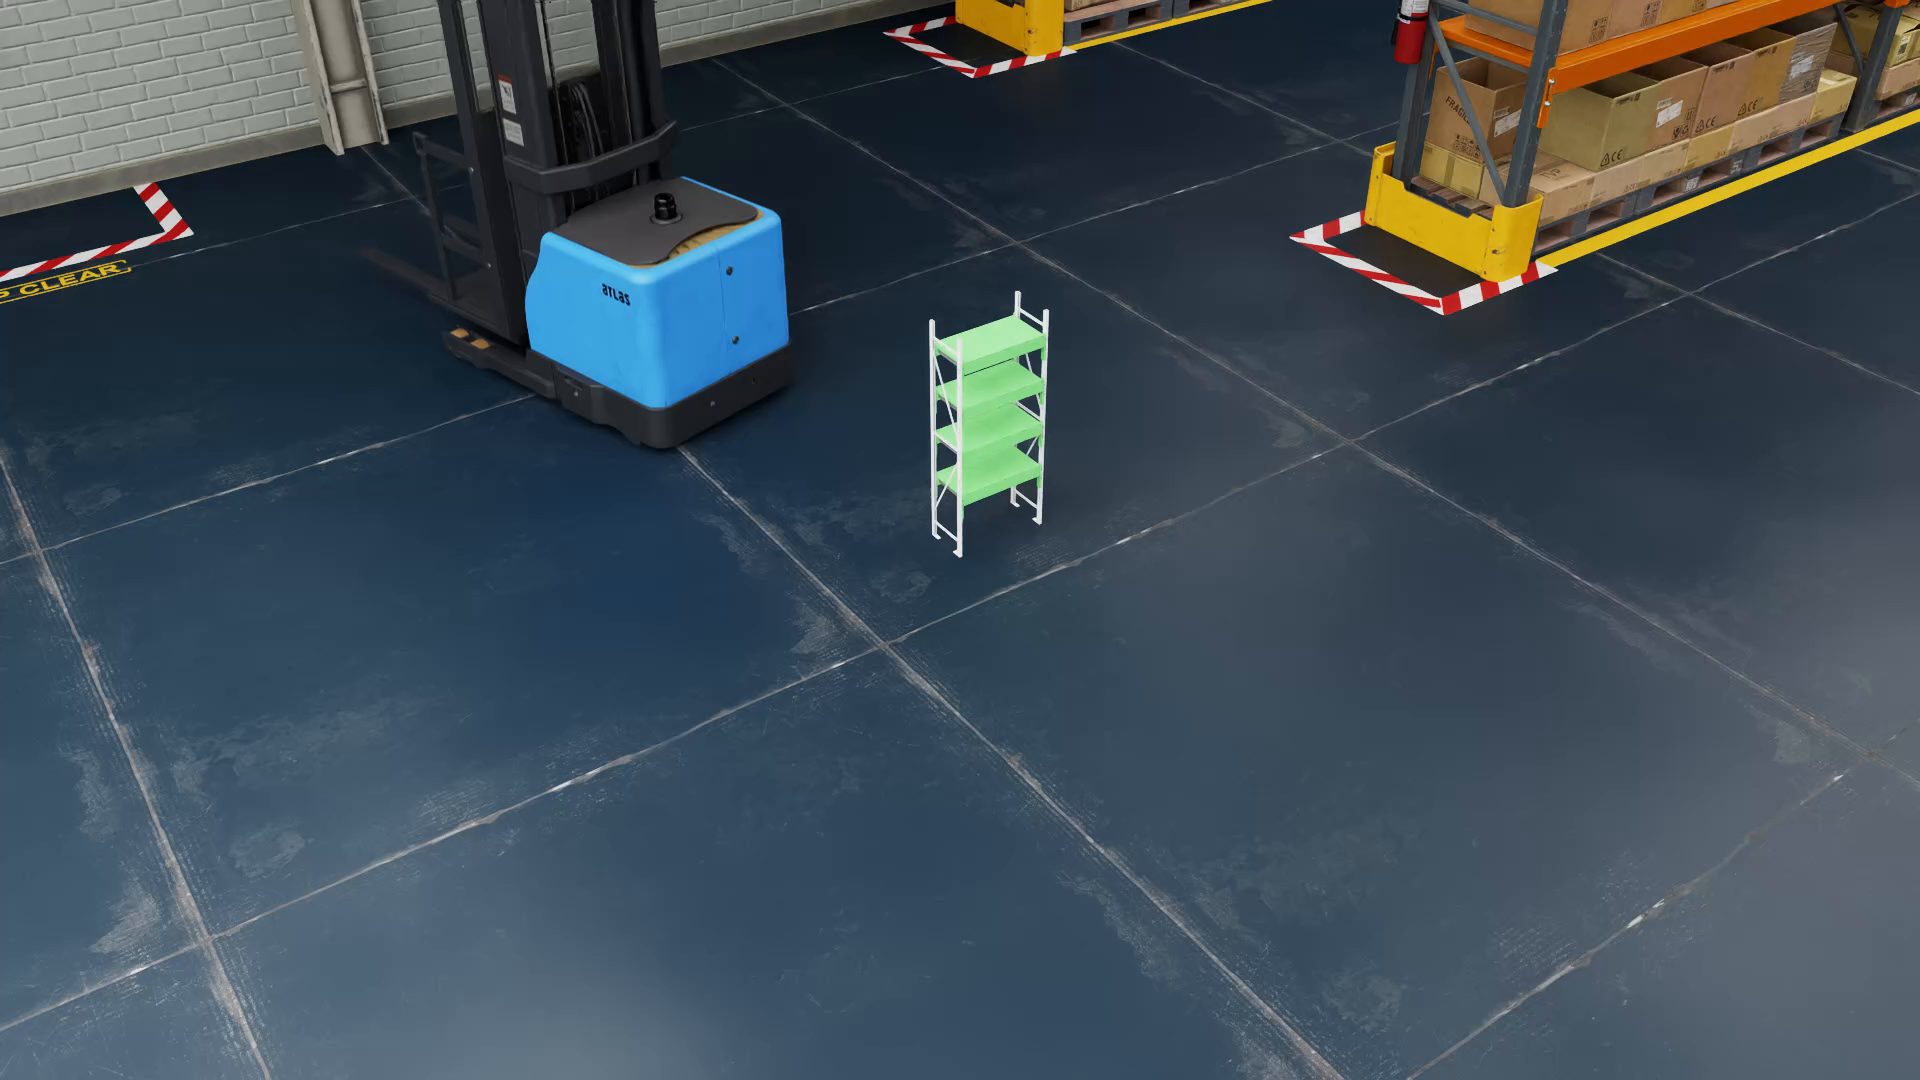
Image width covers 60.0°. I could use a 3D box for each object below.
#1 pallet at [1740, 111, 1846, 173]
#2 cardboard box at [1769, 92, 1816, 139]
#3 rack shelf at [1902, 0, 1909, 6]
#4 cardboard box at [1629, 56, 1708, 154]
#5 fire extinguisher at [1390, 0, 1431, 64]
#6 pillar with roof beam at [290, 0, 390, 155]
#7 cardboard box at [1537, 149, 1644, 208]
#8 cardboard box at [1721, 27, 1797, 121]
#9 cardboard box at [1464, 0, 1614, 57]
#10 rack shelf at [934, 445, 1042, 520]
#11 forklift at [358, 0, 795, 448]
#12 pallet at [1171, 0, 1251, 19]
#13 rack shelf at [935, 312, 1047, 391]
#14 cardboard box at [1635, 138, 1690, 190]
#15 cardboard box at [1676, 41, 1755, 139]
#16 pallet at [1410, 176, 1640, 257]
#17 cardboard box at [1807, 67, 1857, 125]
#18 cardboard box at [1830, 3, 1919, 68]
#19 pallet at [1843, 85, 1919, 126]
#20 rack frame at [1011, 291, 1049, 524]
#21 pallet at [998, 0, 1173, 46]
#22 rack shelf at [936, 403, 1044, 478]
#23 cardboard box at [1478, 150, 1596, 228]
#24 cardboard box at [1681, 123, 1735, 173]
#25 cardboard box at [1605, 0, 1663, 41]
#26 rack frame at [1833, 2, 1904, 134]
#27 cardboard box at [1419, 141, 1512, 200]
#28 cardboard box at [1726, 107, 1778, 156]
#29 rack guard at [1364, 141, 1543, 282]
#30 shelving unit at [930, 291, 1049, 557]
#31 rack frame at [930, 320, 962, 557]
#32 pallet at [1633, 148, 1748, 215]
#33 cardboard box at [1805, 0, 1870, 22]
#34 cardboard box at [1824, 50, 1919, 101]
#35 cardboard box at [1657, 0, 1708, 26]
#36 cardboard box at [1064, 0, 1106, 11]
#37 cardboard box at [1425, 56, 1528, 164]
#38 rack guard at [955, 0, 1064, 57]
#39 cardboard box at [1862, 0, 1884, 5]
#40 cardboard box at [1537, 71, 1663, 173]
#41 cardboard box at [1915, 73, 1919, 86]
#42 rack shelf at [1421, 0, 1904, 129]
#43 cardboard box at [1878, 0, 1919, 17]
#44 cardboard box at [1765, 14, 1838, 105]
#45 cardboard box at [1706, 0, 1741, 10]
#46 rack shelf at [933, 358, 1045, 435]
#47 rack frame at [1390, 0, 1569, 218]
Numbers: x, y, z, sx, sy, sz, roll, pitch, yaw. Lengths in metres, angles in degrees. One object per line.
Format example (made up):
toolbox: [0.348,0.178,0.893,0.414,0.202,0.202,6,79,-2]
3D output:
pallet: [5.801,-3.143,12.439,1.213,0.211,1.003,-22,41,-28]
cardboard box: [5.808,-3.153,12.060,0.500,0.250,0.500,-22,41,-28]
rack shelf: [8.110,-4.903,13.114,4.000,0.370,1.077,-22,41,-28]
cardboard box: [4.581,-2.953,11.140,0.500,0.500,0.500,-22,41,-28]
fire extinguisher: [2.841,-3.327,10.373,0.183,0.674,0.296,-22,41,-28]
pillar with roof beam: [-2.002,-4.551,6.870,0.400,9.000,9.100,-22,41,-28]
cardboard box: [4.179,-2.475,11.118,0.500,0.250,0.500,-22,41,-28]
cardboard box: [5.400,-3.288,11.605,0.500,0.500,0.500,-22,41,-28]
cardboard box: [3.594,-3.368,10.279,0.500,0.500,0.700,-22,41,-28]
rack shelf: [0.135,-0.296,8.155,0.480,0.148,0.258,-22,41,-28]
forklift: [-2.388,-2.394,9.069,3.031,2.935,1.130,26,43,32]
pallet: [2.092,-5.097,15.157,1.213,0.211,1.003,-22,41,-28]
rack shelf: [0.135,-0.881,7.734,0.480,0.148,0.258,-22,41,-28]
cardboard box: [4.588,-2.643,11.351,0.500,0.250,0.500,-22,41,-28]
cardboard box: [5.000,-3.113,11.362,0.500,0.500,0.500,-22,41,-28]
pallet: [3.806,-2.322,11.297,1.213,0.211,1.003,-22,41,-28]
cardboard box: [6.222,-3.316,12.287,0.500,0.250,0.500,-22,41,-28]
cardboard box: [6.956,-3.824,12.513,0.500,0.311,0.500,-22,41,-28]
pallet: [7.055,-3.657,13.153,1.213,0.211,1.003,-22,41,-28]
rack frame: [0.335,-0.625,8.091,0.015,1.200,0.240,-22,41,-28]
pallet: [1.095,-4.690,14.590,1.213,0.211,1.003,-22,41,-28]
rack shelf: [0.135,-0.491,8.014,0.480,0.148,0.258,-22,41,-28]
cardboard box: [3.772,-2.305,10.881,0.500,0.250,0.500,-22,41,-28]
cardboard box: [4.999,-2.809,11.582,0.500,0.250,0.500,-22,41,-28]
cardboard box: [4.021,-3.547,10.527,0.500,0.500,0.700,-21,41,-27]
rack frame: [6.475,-4.522,11.969,0.127,3.000,1.000,-22,41,-28]
cardboard box: [3.474,-2.552,11.225,0.500,0.250,0.500,-22,41,-28]
cardboard box: [5.407,-2.977,11.816,0.500,0.250,0.500,-22,41,-28]
rack guard: [3.186,-2.154,10.816,0.348,0.500,1.175,-22,41,-28]
shelving unit: [0.135,-0.543,7.977,0.503,1.200,0.258,-22,41,-28]
rack frame: [-0.064,-0.461,7.863,0.015,1.200,0.240,-22,41,-28]
pallet: [4.803,-2.730,11.865,1.213,0.211,1.003,-22,41,-28]
cardboard box: [6.641,-4.077,12.865,0.500,0.311,0.500,-22,41,-28]
cardboard box: [6.948,-3.594,12.673,0.500,0.250,0.500,-23,42,-29]
cardboard box: [4.430,-3.711,10.756,0.500,0.500,0.700,-22,41,-28]
cardboard box: [0.966,-4.816,14.304,0.500,0.311,0.500,-28,44,-33]
cardboard box: [3.472,-2.858,11.007,0.500,0.500,0.500,-22,41,-28]
rack guard: [0.411,-4.550,14.149,0.348,0.500,1.175,-22,41,-28]
cardboard box: [7.063,-4.255,13.112,0.500,0.311,0.500,-21,41,-27]
cardboard box: [4.180,-2.779,10.897,0.500,0.500,0.500,-22,41,-28]
cardboard box: [7.366,-3.765,12.911,0.500,0.250,0.500,-21,41,-27]
rack shelf: [4.840,-3.557,11.243,4.000,0.370,1.077,-22,41,-28]
cardboard box: [7.369,-3.990,12.744,0.500,0.311,0.500,-23,42,-28]
cardboard box: [5.807,-3.458,11.842,0.500,0.500,0.500,-22,41,-28]
cardboard box: [4.858,-3.890,11.004,0.500,0.500,0.700,-21,41,-27]
rack shelf: [0.135,-0.686,7.874,0.480,0.148,0.258,-22,41,-28]
rack frame: [3.206,-3.177,10.098,0.127,3.000,1.000,-22,41,-28]
